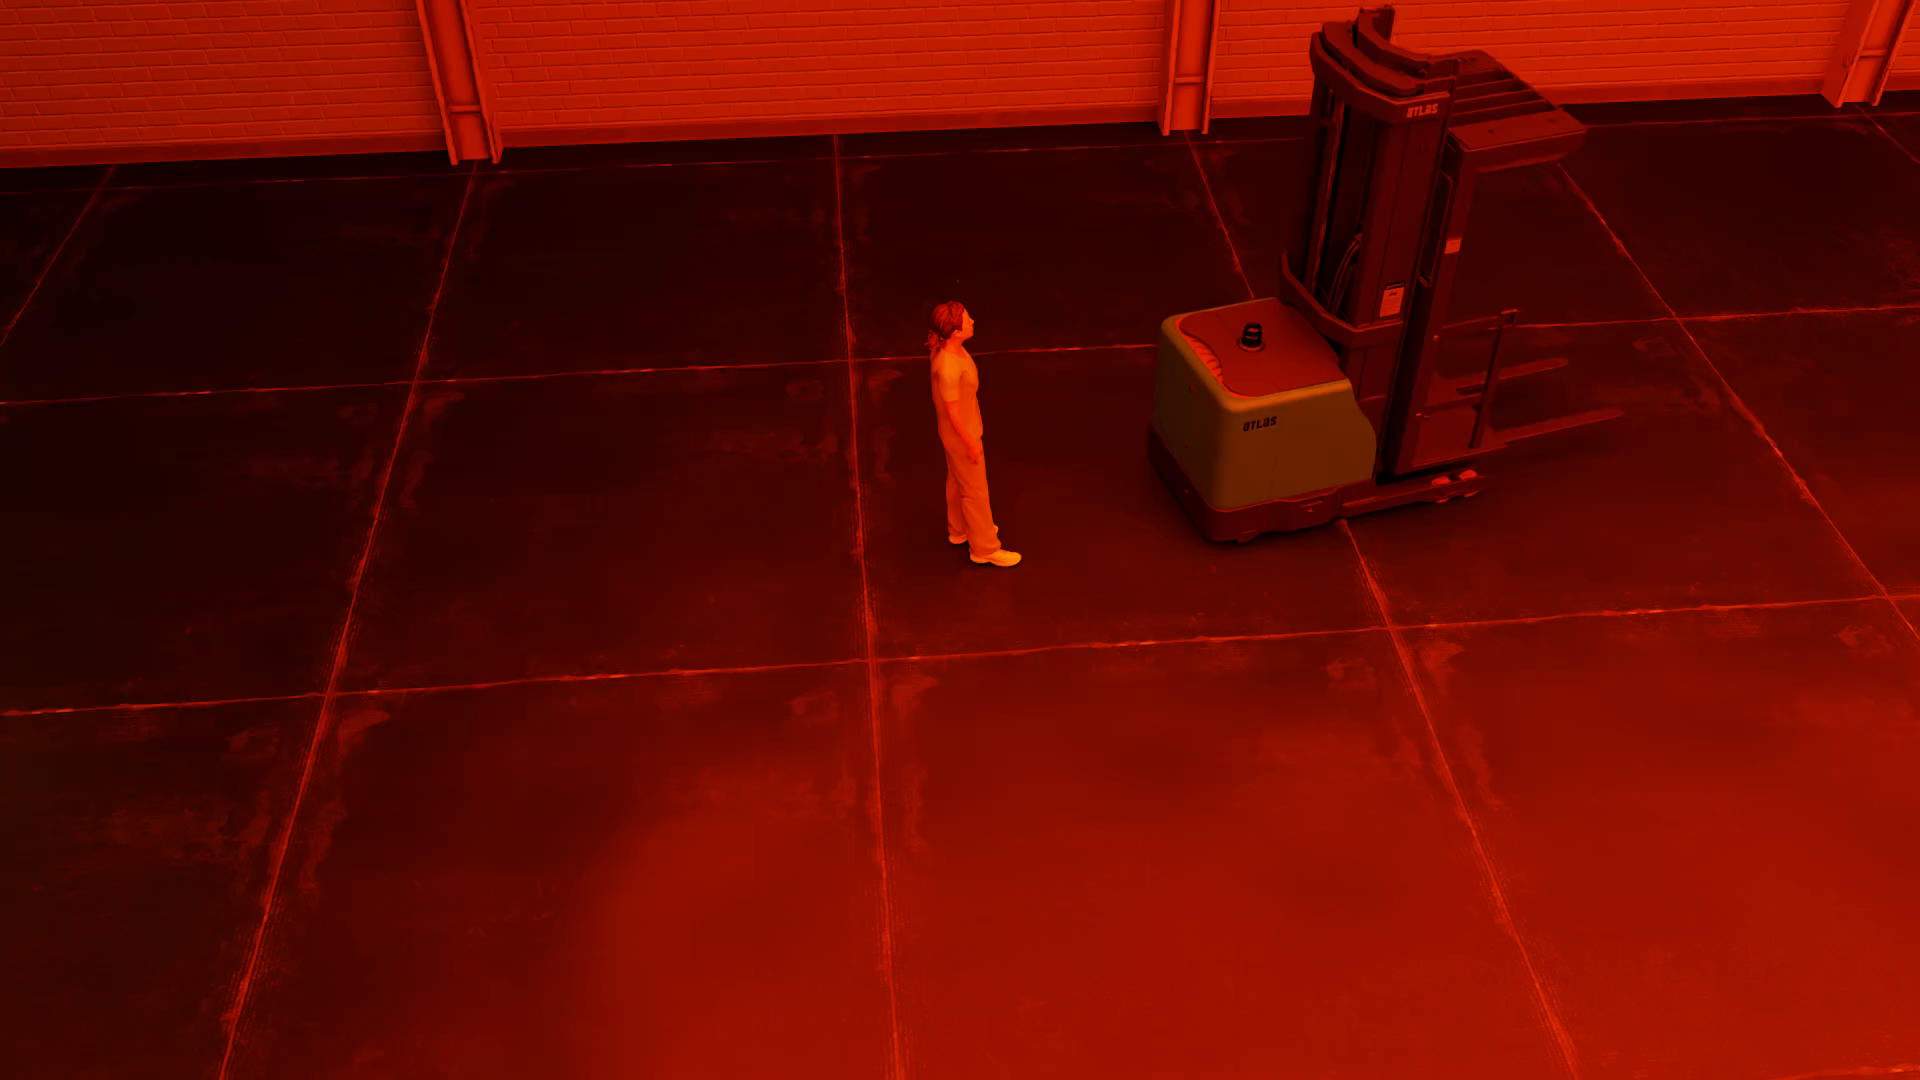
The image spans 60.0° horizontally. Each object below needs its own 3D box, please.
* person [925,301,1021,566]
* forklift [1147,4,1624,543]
[{"bbox_3d":[0.074,-0.638,9.638,0.549,1.675,0.549,-3,41,-4],"label":"person"},{"bbox_3d":[2.782,-1.663,9.883,3.031,2.935,1.130,-12,42,-14],"label":"forklift"}]
